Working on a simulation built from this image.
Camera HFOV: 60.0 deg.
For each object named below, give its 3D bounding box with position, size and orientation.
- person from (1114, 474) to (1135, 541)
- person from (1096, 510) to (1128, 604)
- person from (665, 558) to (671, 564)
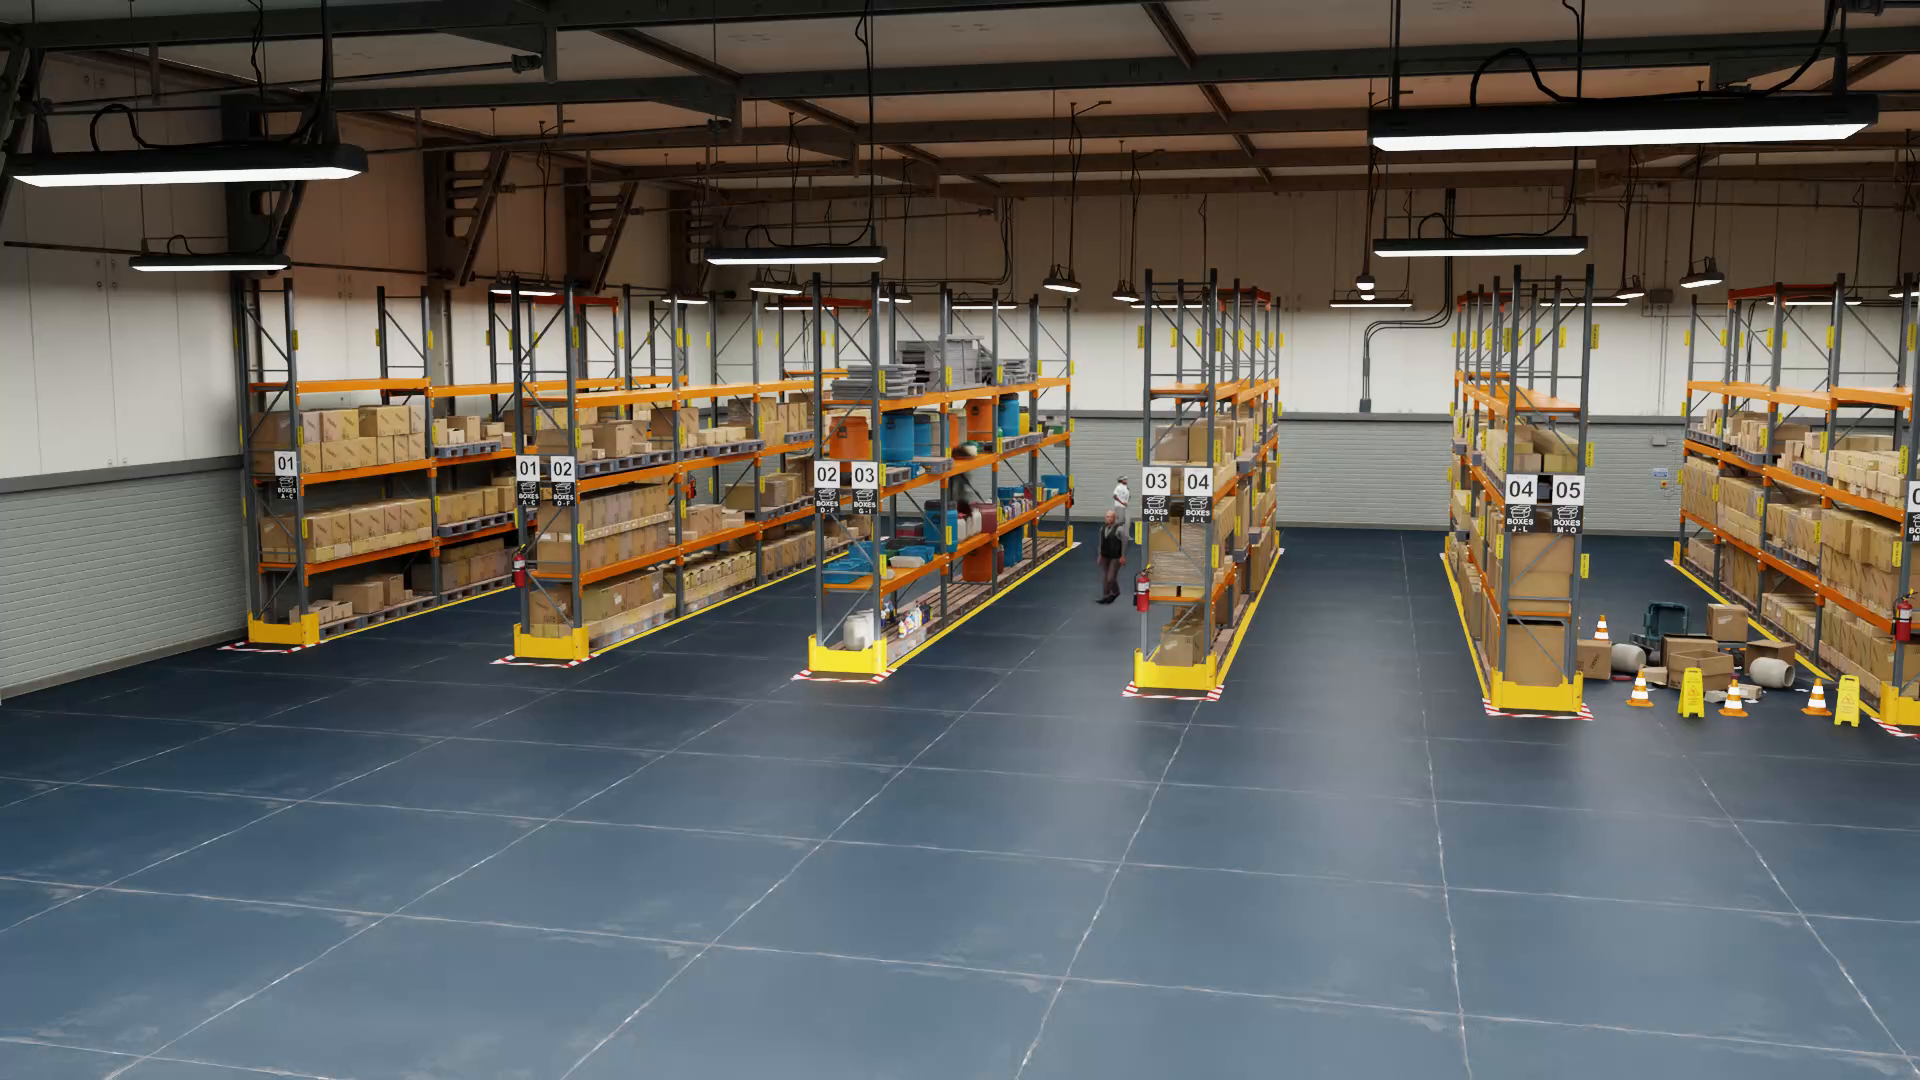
[{"bbox_3d":[4.019,-0.830,41.819,0.849,1.661,0.636,2,7,15],"label":"person"},{"bbox_3d":[2.718,0.312,29.497,0.593,1.699,0.463,6,9,41],"label":"person"},{"bbox_3d":[-6.040,0.115,34.837,0.556,1.445,0.813,-1,7,-4],"label":"person"}]
